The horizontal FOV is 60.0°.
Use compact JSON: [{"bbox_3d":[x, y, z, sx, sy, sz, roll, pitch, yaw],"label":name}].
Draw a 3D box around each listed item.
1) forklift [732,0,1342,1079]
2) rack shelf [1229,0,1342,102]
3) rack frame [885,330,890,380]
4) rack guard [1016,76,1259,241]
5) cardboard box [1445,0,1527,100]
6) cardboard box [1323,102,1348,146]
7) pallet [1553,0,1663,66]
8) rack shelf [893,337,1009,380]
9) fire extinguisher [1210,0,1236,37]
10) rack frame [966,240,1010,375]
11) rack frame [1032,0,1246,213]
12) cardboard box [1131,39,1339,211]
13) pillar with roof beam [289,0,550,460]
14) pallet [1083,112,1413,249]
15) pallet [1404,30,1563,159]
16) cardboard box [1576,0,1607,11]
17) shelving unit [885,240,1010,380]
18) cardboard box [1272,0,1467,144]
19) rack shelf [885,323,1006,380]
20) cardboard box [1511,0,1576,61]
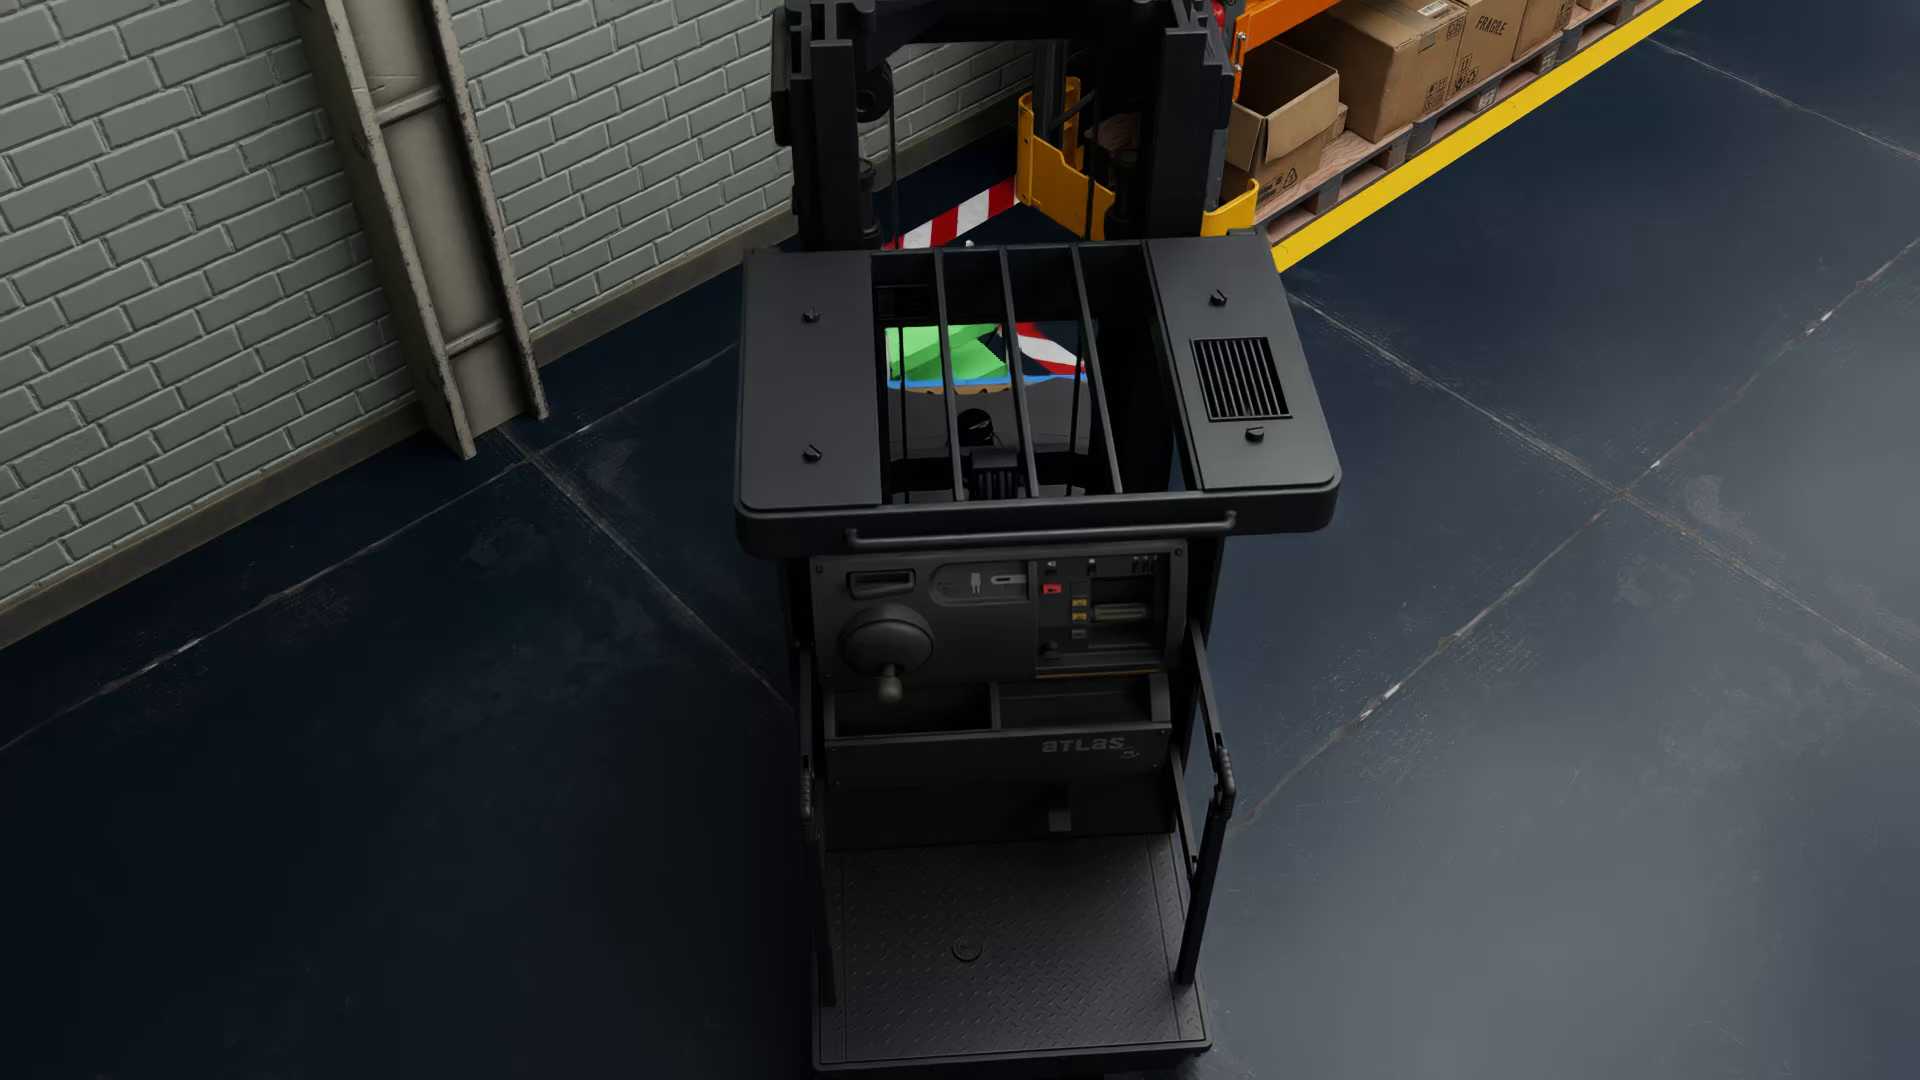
[{"bbox_3d":[0.115,0.295,3.983,1.130,2.935,3.031,-3,47,-3],"label":"forklift"},{"bbox_3d":[2.177,-3.098,7.557,4.000,0.370,1.077,-34,56,-27],"label":"rack shelf"},{"bbox_3d":[-0.298,-0.308,5.718,0.015,1.200,0.240,-28,53,-23],"label":"rack frame"},{"bbox_3d":[0.753,-1.543,7.333,0.348,0.500,1.175,-34,56,-27],"label":"rack guard"},{"bbox_3d":[2.330,-2.507,7.937,0.500,0.500,0.500,-33,55,-27],"label":"cardboard box"},{"bbox_3d":[1.554,-1.968,7.679,0.250,0.149,0.380,-36,57,-28],"label":"cardboard box"},{"bbox_3d":[3.148,-3.046,8.917,1.213,0.211,1.003,-34,56,-27],"label":"pallet"},{"bbox_3d":[-0.101,-0.533,5.686,0.480,0.148,0.258,-28,53,-23],"label":"rack shelf"},{"bbox_3d":[0.899,-1.876,6.246,0.183,0.674,0.296,-34,56,-27],"label":"fire extinguisher"},{"bbox_3d":[0.097,-0.519,5.912,0.015,1.200,0.240,-28,53,-23],"label":"rack frame"},{"bbox_3d":[0.697,-2.353,6.380,0.127,3.000,1.000,-34,56,-27],"label":"rack frame"},{"bbox_3d":[1.213,-1.899,7.374,0.637,0.503,0.797,-36,57,-28],"label":"cardboard box"},{"bbox_3d":[0.992,-1.203,1.237,0.400,9.000,9.100,-34,56,-27],"label":"pillar with roof beam"},{"bbox_3d":[1.342,-1.839,7.804,1.213,0.211,1.003,-34,56,-27],"label":"pallet"},{"bbox_3d":[2.245,-2.439,8.357,1.213,0.211,1.003,-34,56,-27],"label":"pallet"},{"bbox_3d":[3.178,-2.934,8.491,0.258,0.266,0.396,-32,55,-26],"label":"cardboard box"},{"bbox_3d":[-0.101,-0.413,5.815,0.503,1.200,0.258,-28,53,-23],"label":"shelving unit"},{"bbox_3d":[1.872,-2.300,7.746,0.500,0.500,0.700,-32,55,-26],"label":"cardboard box"},{"bbox_3d":[-0.101,-0.696,5.509,0.480,0.148,0.258,-28,53,-23],"label":"rack shelf"},{"bbox_3d":[2.640,-2.813,8.220,0.500,0.500,0.700,-36,57,-28],"label":"cardboard box"}]
